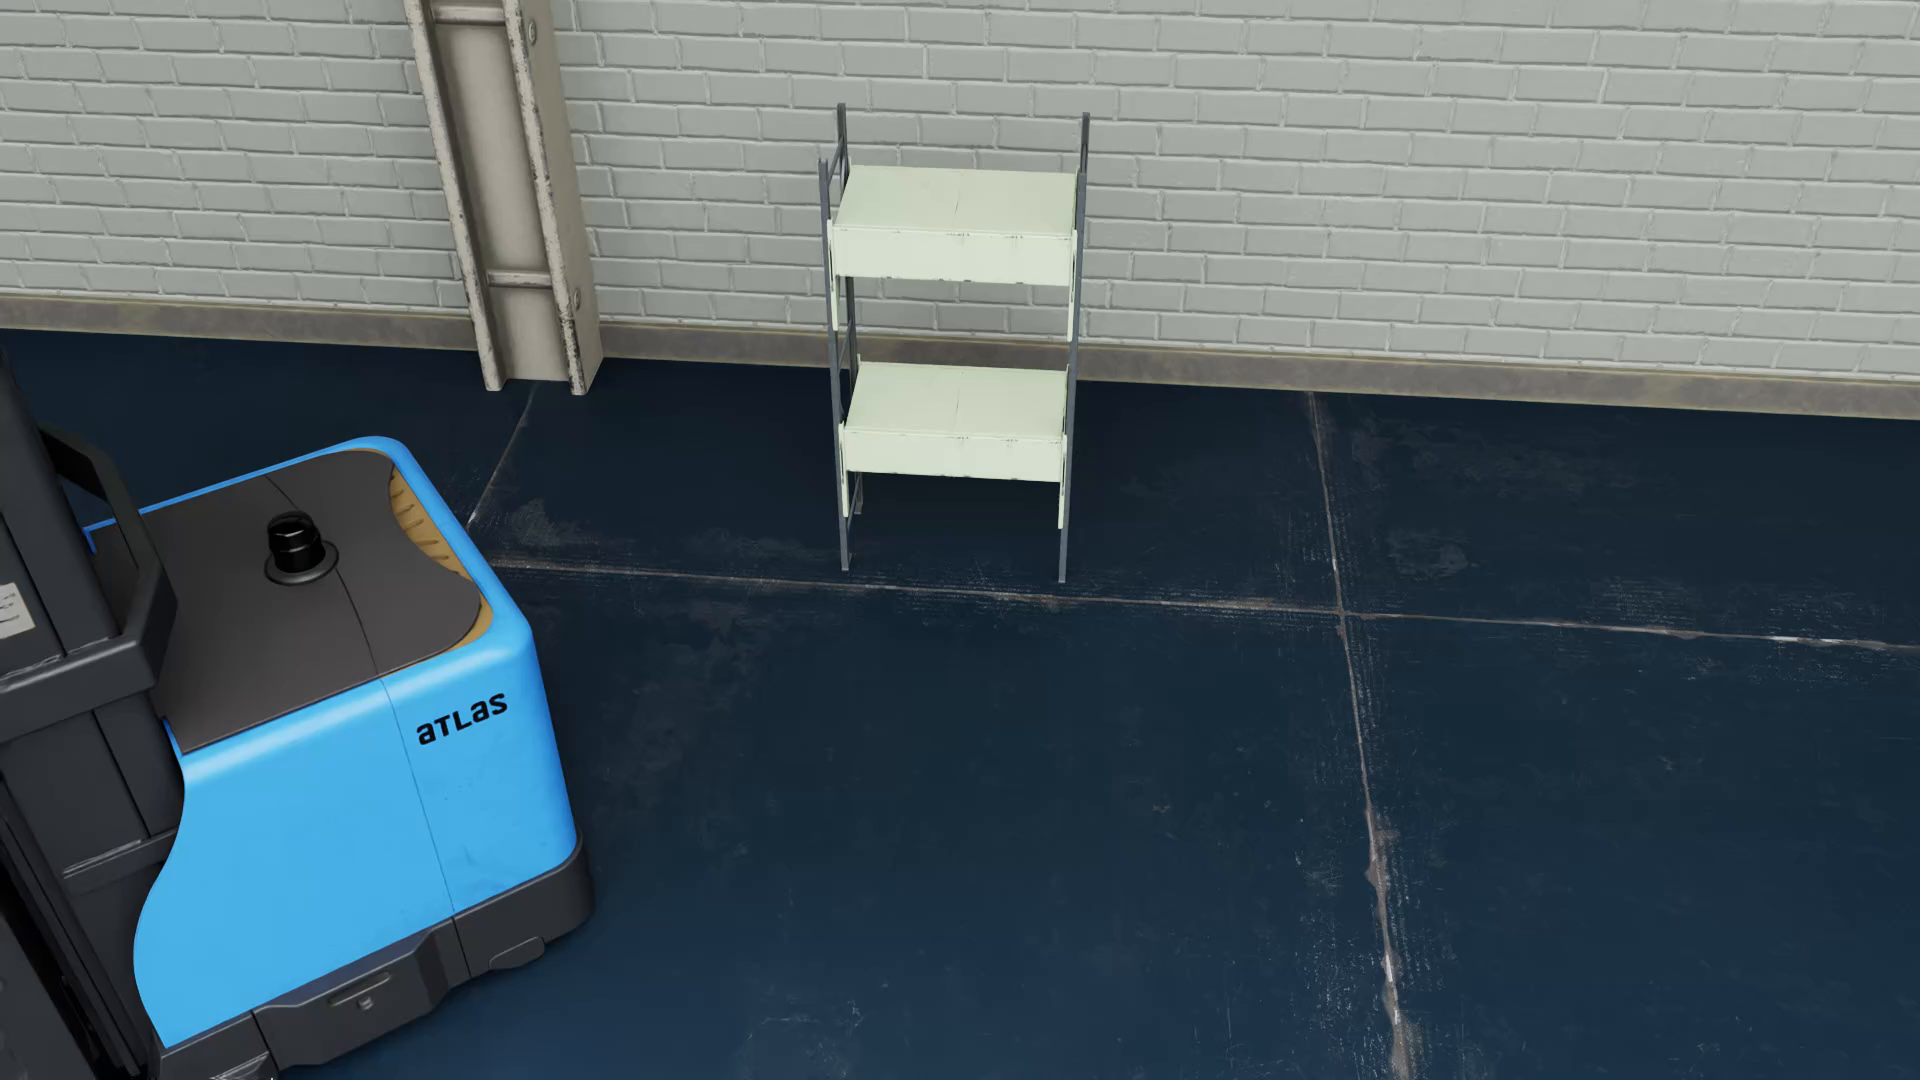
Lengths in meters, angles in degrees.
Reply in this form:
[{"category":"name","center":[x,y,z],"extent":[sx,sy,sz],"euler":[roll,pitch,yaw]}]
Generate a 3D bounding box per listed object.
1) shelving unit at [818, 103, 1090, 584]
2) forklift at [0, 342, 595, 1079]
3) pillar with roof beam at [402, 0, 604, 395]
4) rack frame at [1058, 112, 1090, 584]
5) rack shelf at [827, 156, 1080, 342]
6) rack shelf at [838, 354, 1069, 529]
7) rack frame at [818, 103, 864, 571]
[{"category":"shelving unit","center":[-0.007,-0.582,5.277],"extent":[0.755,1.500,0.431],"euler":[3,39,4]},{"category":"forklift","center":[-2.486,0.165,3.226],"extent":[3.031,2.935,1.130],"euler":[-23,44,-25]},{"category":"pillar with roof beam","center":[-2.005,-1.451,0.404],"extent":[0.400,9.000,9.100],"euler":[3,39,4]},{"category":"rack frame","center":[0.358,-0.562,5.252],"extent":[0.023,1.500,0.400],"euler":[3,39,4]},{"category":"rack shelf","center":[-0.007,-0.885,5.031],"extent":[0.720,0.370,0.431],"euler":[3,39,4]},{"category":"rack shelf","center":[-0.007,-0.329,5.483],"extent":[0.720,0.370,0.431],"euler":[3,39,4]},{"category":"rack frame","center":[-0.371,-0.602,5.301],"extent":[0.023,1.500,0.400],"euler":[3,39,4]}]
